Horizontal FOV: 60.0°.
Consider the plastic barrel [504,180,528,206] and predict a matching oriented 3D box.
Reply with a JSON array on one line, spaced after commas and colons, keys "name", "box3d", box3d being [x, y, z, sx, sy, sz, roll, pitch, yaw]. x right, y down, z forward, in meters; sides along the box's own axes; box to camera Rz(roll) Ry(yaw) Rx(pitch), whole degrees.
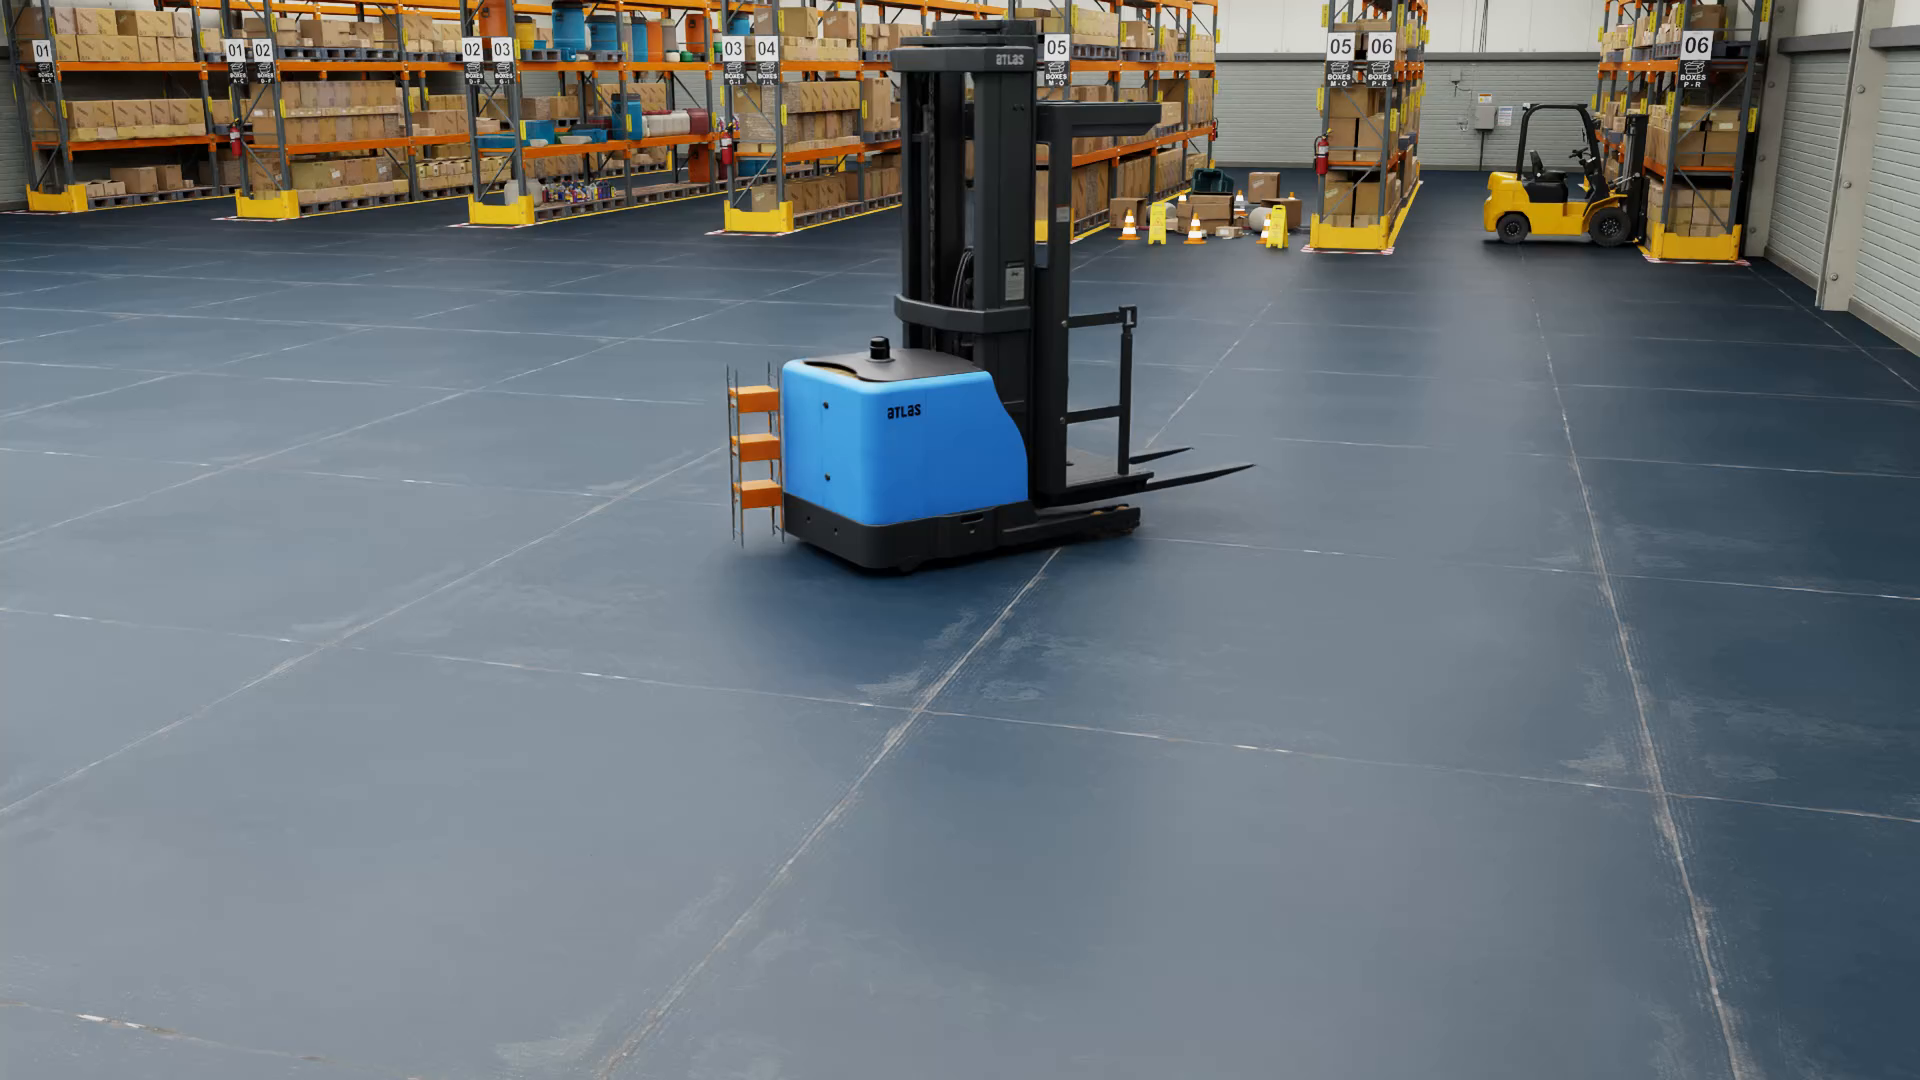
[{"name": "plastic barrel", "box3d": [-8.109, -6.314, 30.384, 0.421, 0.512, 0.421, 0, 16, 0]}]

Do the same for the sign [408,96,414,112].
[{"name": "sign", "box3d": [-11.301, -8.975, 34.241, 0.100, 0.325, 0.005, 5, 16, 16]}]

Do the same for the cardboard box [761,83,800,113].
[{"name": "cardboard box", "box3d": [-3.056, -7.542, 28.361, 0.500, 0.500, 0.500, 5, 16, 16]}]

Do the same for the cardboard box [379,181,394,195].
[{"name": "cardboard box", "box3d": [-11.907, -7.173, 33.893, 0.500, 0.250, 0.500, 5, 16, 16]}]

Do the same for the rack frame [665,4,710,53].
[{"name": "rack frame", "box3d": [-5.949, -12.110, 36.034, 1.000, 3.000, 0.127, 5, 16, 16]}]

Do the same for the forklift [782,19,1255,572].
[{"name": "forklift", "box3d": [0.471, -1.525, 9.836, 3.031, 2.935, 1.130, -11, 19, -33]}]

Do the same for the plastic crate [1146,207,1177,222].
[{"name": "plastic crate", "box3d": [3.597, -5.910, 30.217, 0.662, 0.188, 0.450, -15, 11, -41]}]

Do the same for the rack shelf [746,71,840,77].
[{"name": "rack shelf", "box3d": [-4.244, -11.891, 42.076, 1.077, 0.370, 4.000, 5, 16, 16]}]

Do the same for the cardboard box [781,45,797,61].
[{"name": "cardboard box", "box3d": [-3.089, -8.224, 28.104, 0.500, 0.250, 0.500, 5, 17, 18]}]

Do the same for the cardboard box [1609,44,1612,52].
[{"name": "cardboard box", "box3d": [14.233, -10.530, 35.691, 0.500, 0.250, 0.500, 4, 16, 14]}]

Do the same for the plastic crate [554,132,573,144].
[{"name": "plastic crate", "box3d": [-7.742, -7.742, 32.017, 0.450, 0.188, 0.662, 5, 16, 16]}]

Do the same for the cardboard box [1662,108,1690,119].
[{"name": "cardboard box", "box3d": [10.886, -6.481, 25.266, 0.380, 0.149, 0.250, 5, 17, 17]}]

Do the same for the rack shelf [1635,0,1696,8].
[{"name": "rack shelf", "box3d": [12.493, -9.512, 28.925, 1.077, 0.370, 4.000, 5, 16, 16]}]

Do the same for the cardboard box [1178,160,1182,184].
[{"name": "cardboard box", "box3d": [4.695, -8.262, 37.271, 0.500, 0.500, 0.500, 4, 16, 15]}]

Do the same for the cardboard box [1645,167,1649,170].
[{"name": "cardboard box", "box3d": [13.604, -7.250, 32.515, 0.380, 0.149, 0.250, 5, 17, 17]}]

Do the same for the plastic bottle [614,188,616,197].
[{"name": "plastic bottle", "box3d": [-6.890, -6.924, 33.065, 0.097, 0.201, 0.097, 0, 16, 0]}]

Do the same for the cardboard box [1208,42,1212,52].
[{"name": "cardboard box", "box3d": [5.769, -11.859, 40.005, 0.500, 0.250, 0.500, 4, 16, 14]}]

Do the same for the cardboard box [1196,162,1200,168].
[{"name": "cardboard box", "box3d": [5.552, -8.997, 39.962, 0.380, 0.149, 0.250, 5, 17, 19]}]

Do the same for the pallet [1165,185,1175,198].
[{"name": "pallet", "box3d": [4.099, -7.610, 36.272, 1.003, 0.211, 1.213, 5, 16, 16]}]

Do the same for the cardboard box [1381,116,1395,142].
[{"name": "cardboard box", "box3d": [6.716, -6.541, 26.666, 0.500, 0.500, 0.500, 4, 16, 15]}]

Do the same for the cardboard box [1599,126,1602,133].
[{"name": "cardboard box", "box3d": [14.509, -9.191, 37.197, 0.380, 0.149, 0.250, 5, 17, 17]}]

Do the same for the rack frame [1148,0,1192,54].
[{"name": "rack frame", "box3d": [4.663, -12.361, 36.920, 1.000, 3.000, 0.127, 5, 16, 16]}]

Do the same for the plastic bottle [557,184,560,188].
[{"name": "plastic bottle", "box3d": [-7.853, -6.814, 32.527, 0.061, 0.283, 0.133, 5, 17, 18]}]

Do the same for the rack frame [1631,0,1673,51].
[{"name": "rack frame", "box3d": [13.061, -10.574, 30.617, 1.000, 3.000, 0.127, 5, 16, 16]}]

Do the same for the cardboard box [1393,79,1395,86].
[{"name": "cardboard box", "box3d": [9.480, -10.189, 37.052, 0.380, 0.149, 0.250, 5, 16, 16]}]

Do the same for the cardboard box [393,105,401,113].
[{"name": "cardboard box", "box3d": [-11.706, -8.835, 34.109, 0.380, 0.149, 0.250, 5, 16, 16]}]

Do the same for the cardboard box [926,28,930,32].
[{"name": "cardboard box", "box3d": [-1.096, -10.700, 35.600, 0.797, 0.503, 0.637, 6, 17, 19]}]

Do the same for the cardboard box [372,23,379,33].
[{"name": "cardboard box", "box3d": [-14.829, -12.737, 41.376, 0.500, 0.250, 0.500, 4, 16, 14]}]

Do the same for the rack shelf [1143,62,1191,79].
[{"name": "rack shelf", "box3d": [4.095, -10.049, 35.583, 1.077, 0.370, 4.000, 5, 16, 16]}]

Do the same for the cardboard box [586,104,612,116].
[{"name": "cardboard box", "box3d": [-9.154, -10.816, 42.282, 0.500, 0.500, 0.500, 5, 17, 17]}]

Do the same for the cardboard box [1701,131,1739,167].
[{"name": "cardboard box", "box3d": [11.195, -5.751, 24.424, 0.500, 0.500, 0.500, 5, 17, 18]}]

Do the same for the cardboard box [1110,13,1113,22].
[{"name": "cardboard box", "box3d": [2.448, -9.086, 28.916, 0.380, 0.149, 0.250, 5, 16, 16]}]

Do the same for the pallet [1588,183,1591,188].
[{"name": "pallet", "box3d": [15.088, -8.210, 38.389, 1.003, 0.211, 1.213, 5, 16, 16]}]

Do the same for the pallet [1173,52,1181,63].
[{"name": "pallet", "box3d": [4.094, -10.403, 35.857, 1.213, 0.211, 1.003, 5, 16, 16]}]

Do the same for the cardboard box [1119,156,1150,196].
[{"name": "cardboard box", "box3d": [3.267, -7.396, 33.762, 1.050, 0.750, 0.750, 4, 16, 15]}]

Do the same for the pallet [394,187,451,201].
[{"name": "pallet", "box3d": [-11.662, -7.417, 35.591, 1.003, 0.211, 1.213, 5, 16, 16]}]

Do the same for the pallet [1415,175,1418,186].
[{"name": "pallet", "box3d": [10.423, -8.608, 39.790, 1.003, 0.211, 1.213, 5, 16, 16]}]

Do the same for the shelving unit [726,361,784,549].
[{"name": "shelving unit", "box3d": [-1.185, -0.492, 9.639, 0.252, 1.050, 0.215, -7, 17, -22]}]

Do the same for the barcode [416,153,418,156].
[{"name": "barcode", "box3d": [-11.362, -8.068, 34.792, 0.001, 0.075, 0.075, 5, 16, 16]}]

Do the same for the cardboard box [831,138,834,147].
[{"name": "cardboard box", "box3d": [-2.519, -7.270, 30.425, 0.380, 0.149, 0.250, 5, 16, 16]}]

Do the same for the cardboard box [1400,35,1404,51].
[{"name": "cardboard box", "box3d": [6.866, -8.004, 26.784, 0.500, 0.250, 0.500, 5, 17, 17]}]

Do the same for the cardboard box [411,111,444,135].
[{"name": "cardboard box", "box3d": [-11.450, -8.948, 35.697, 0.500, 0.500, 0.500, 6, 17, 20]}]

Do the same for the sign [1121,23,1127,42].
[{"name": "sign", "box3d": [2.922, -9.070, 29.719, 0.100, 0.325, 0.005, 5, 16, 16]}]

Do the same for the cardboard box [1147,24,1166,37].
[{"name": "cardboard box", "box3d": [4.052, -10.508, 34.295, 0.396, 0.266, 0.258, 5, 16, 16]}]

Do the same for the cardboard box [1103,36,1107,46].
[{"name": "cardboard box", "box3d": [2.305, -8.569, 28.553, 0.380, 0.149, 0.250, 5, 17, 17]}]

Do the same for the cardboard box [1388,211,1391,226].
[{"name": "cardboard box", "box3d": [6.675, -5.180, 26.865, 0.500, 0.250, 0.500, 5, 17, 18]}]

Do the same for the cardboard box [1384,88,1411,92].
[{"name": "cardboard box", "box3d": [8.676, -8.711, 33.027, 0.500, 0.500, 0.500, 4, 16, 14]}]

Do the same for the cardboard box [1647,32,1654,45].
[{"name": "cardboard box", "box3d": [11.897, -8.500, 28.012, 0.500, 0.311, 0.500, 4, 16, 14]}]

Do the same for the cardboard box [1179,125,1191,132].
[{"name": "cardboard box", "box3d": [5.058, -9.403, 37.945, 0.380, 0.149, 0.250, 5, 17, 18]}]

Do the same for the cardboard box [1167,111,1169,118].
[{"name": "cardboard box", "box3d": [4.294, -9.172, 35.815, 0.380, 0.149, 0.250, 5, 17, 18]}]

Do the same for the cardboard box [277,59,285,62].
[{"name": "cardboard box", "box3d": [-15.905, -11.163, 37.965, 0.797, 0.503, 0.637, 7, 17, 24]}]

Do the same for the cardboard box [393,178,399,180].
[{"name": "cardboard box", "box3d": [-11.994, -7.573, 35.300, 0.500, 0.250, 0.500, 4, 16, 15]}]

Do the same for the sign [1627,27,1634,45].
[{"name": "sign", "box3d": [12.542, -9.422, 31.106, 0.100, 0.325, 0.005, 5, 16, 16]}]

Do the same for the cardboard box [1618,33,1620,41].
[{"name": "cardboard box", "box3d": [13.392, -10.063, 33.275, 0.380, 0.149, 0.250, 5, 17, 16]}]
